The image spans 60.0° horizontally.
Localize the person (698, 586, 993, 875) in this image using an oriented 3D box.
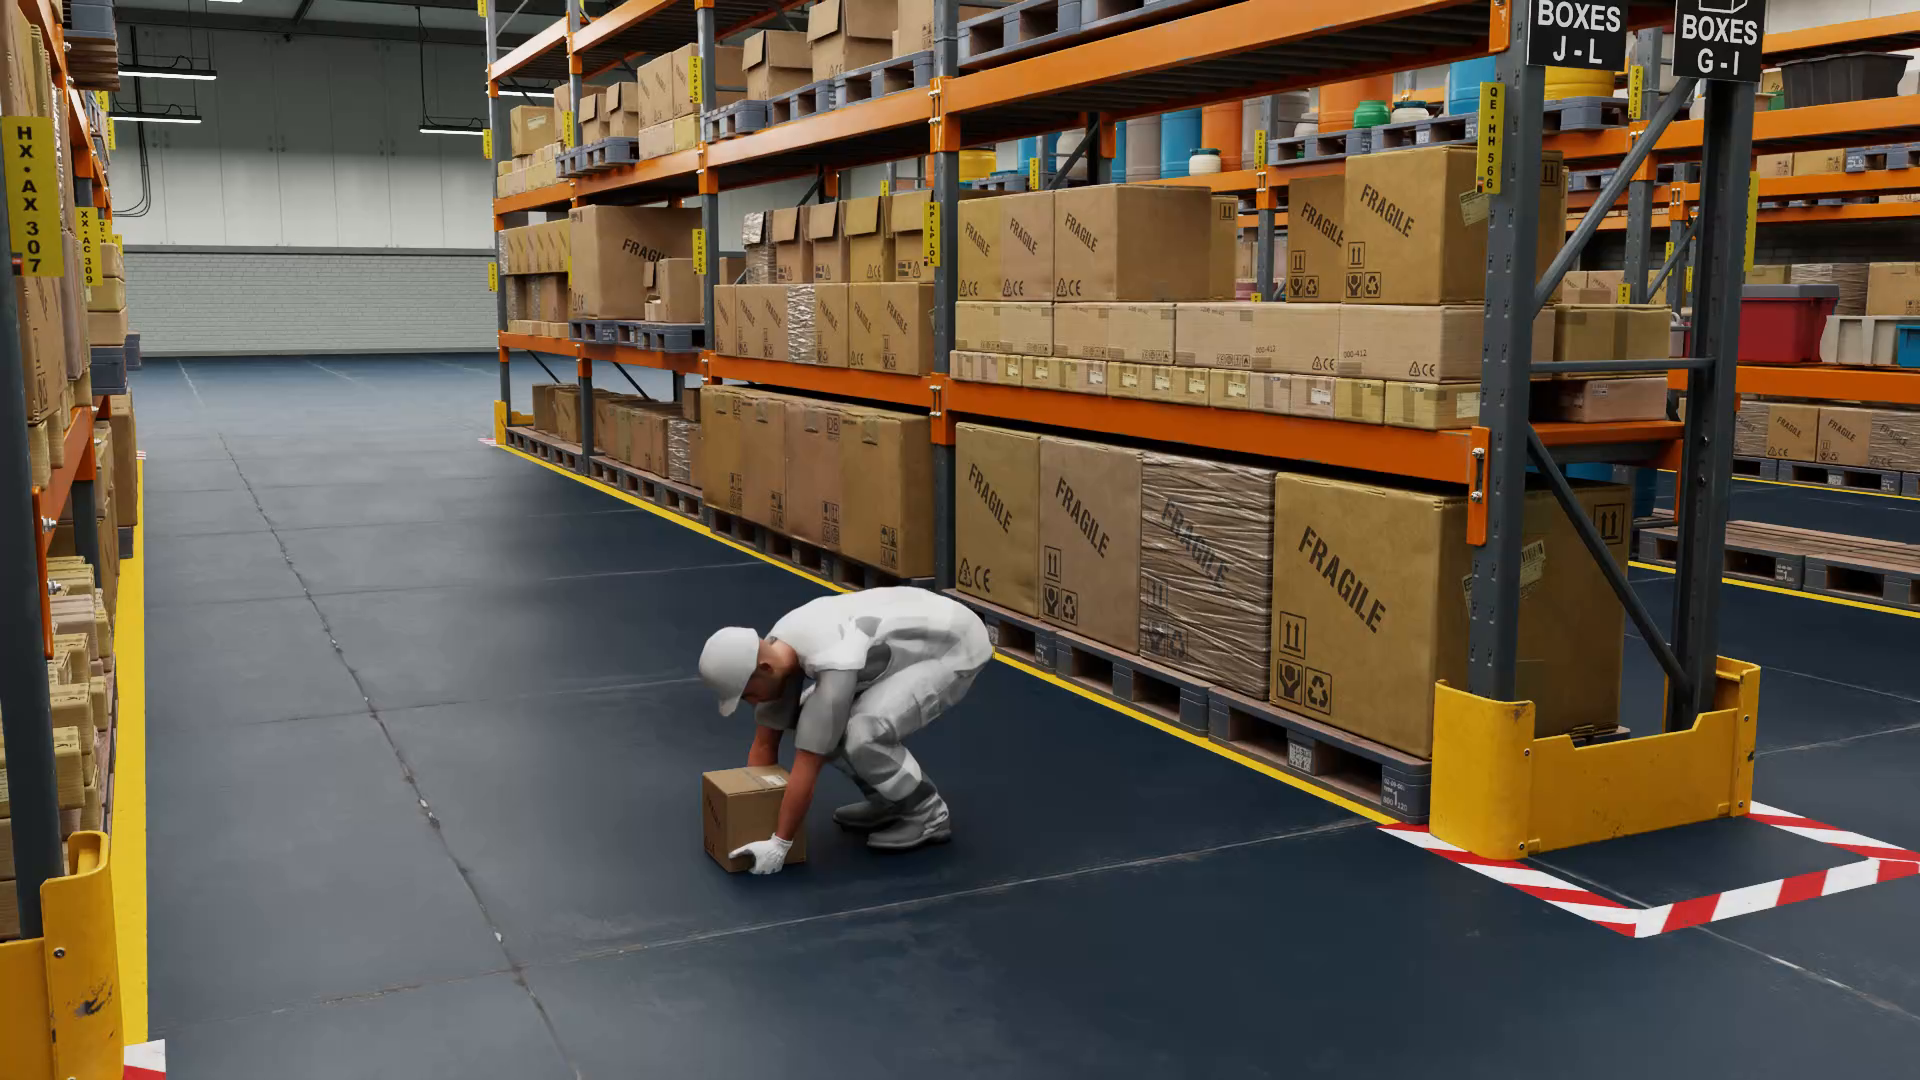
[{"bbox_3d":[-0.362,0.581,5.271,0.966,0.830,0.527,-4,9,-28],"label":"person"}]
